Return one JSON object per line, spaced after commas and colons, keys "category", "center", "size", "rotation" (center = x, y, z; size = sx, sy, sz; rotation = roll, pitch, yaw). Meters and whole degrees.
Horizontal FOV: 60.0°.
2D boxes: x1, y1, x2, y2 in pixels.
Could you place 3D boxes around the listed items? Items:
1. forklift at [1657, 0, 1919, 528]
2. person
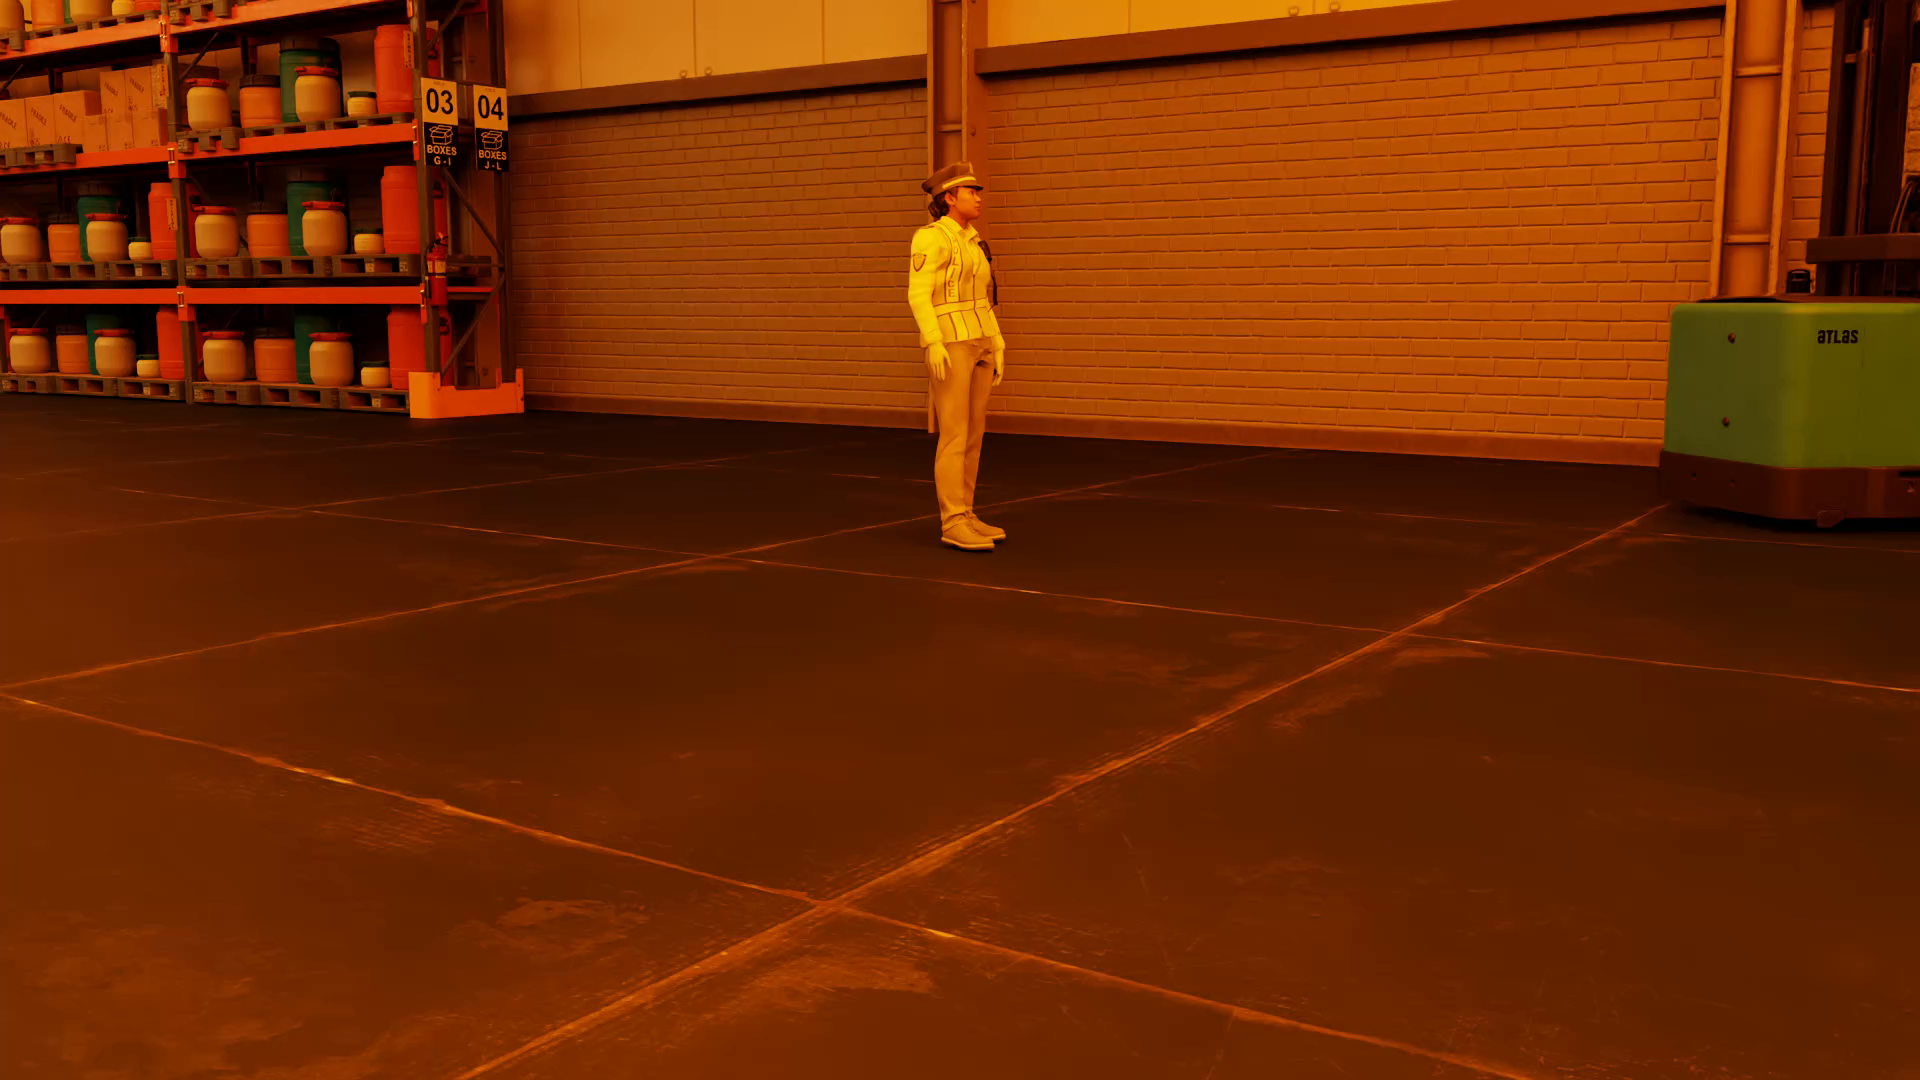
{"category": "forklift", "center": [5.211, -1.584, 8.332], "size": [3.031, 2.935, 1.130], "rotation": [-2, 8, -11]}
{"category": "person", "center": [0.053, -0.840, 7.439], "size": [0.530, 1.694, 0.586], "rotation": [5, 10, 34]}
